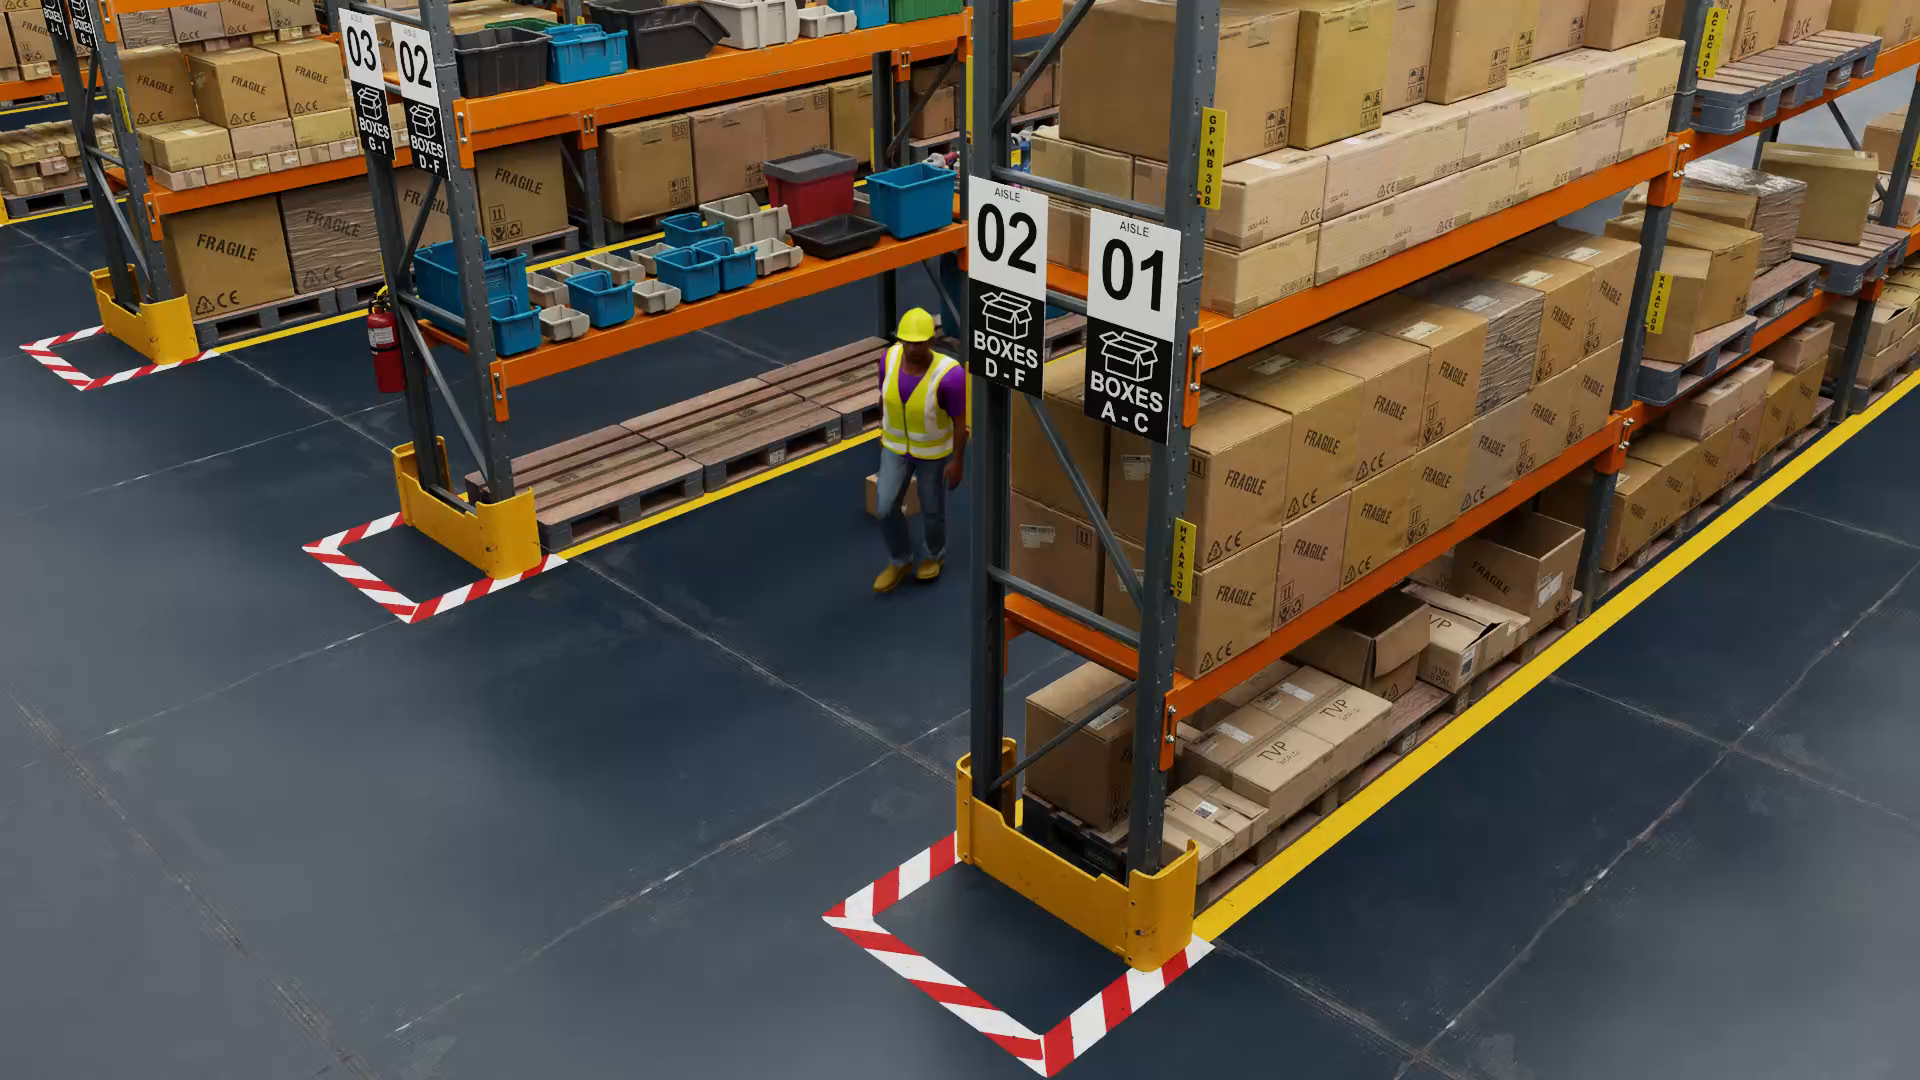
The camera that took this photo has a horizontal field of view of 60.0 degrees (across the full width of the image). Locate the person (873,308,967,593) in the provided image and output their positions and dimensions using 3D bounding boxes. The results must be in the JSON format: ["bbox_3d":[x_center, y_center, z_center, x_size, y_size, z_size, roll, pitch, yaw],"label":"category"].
[{"bbox_3d":[-0.223,-0.522,9.582,0.607,1.766,0.553,9,29,17],"label":"person"}]
